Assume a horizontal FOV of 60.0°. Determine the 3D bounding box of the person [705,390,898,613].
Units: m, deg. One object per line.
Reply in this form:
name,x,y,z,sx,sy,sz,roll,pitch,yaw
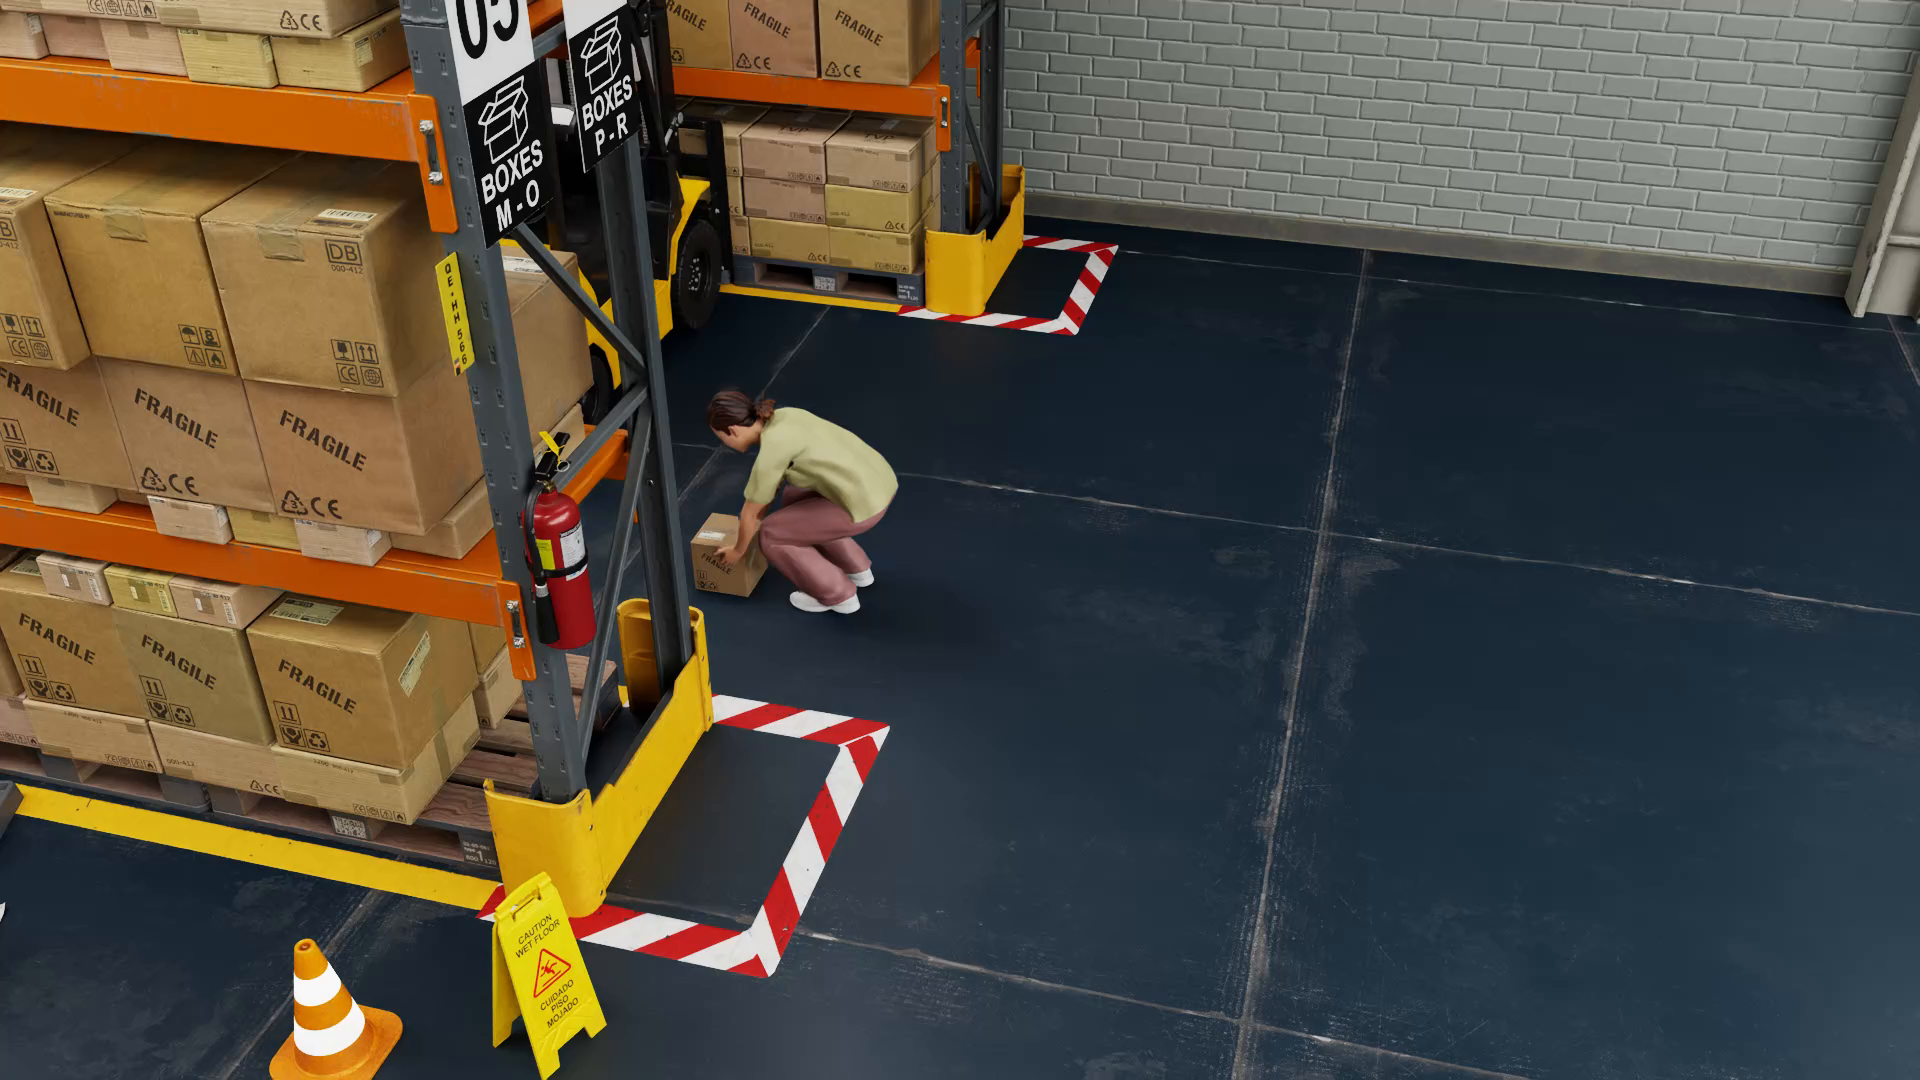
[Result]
person,-0.666,-0.173,7.055,0.787,0.974,0.495,8,34,12
